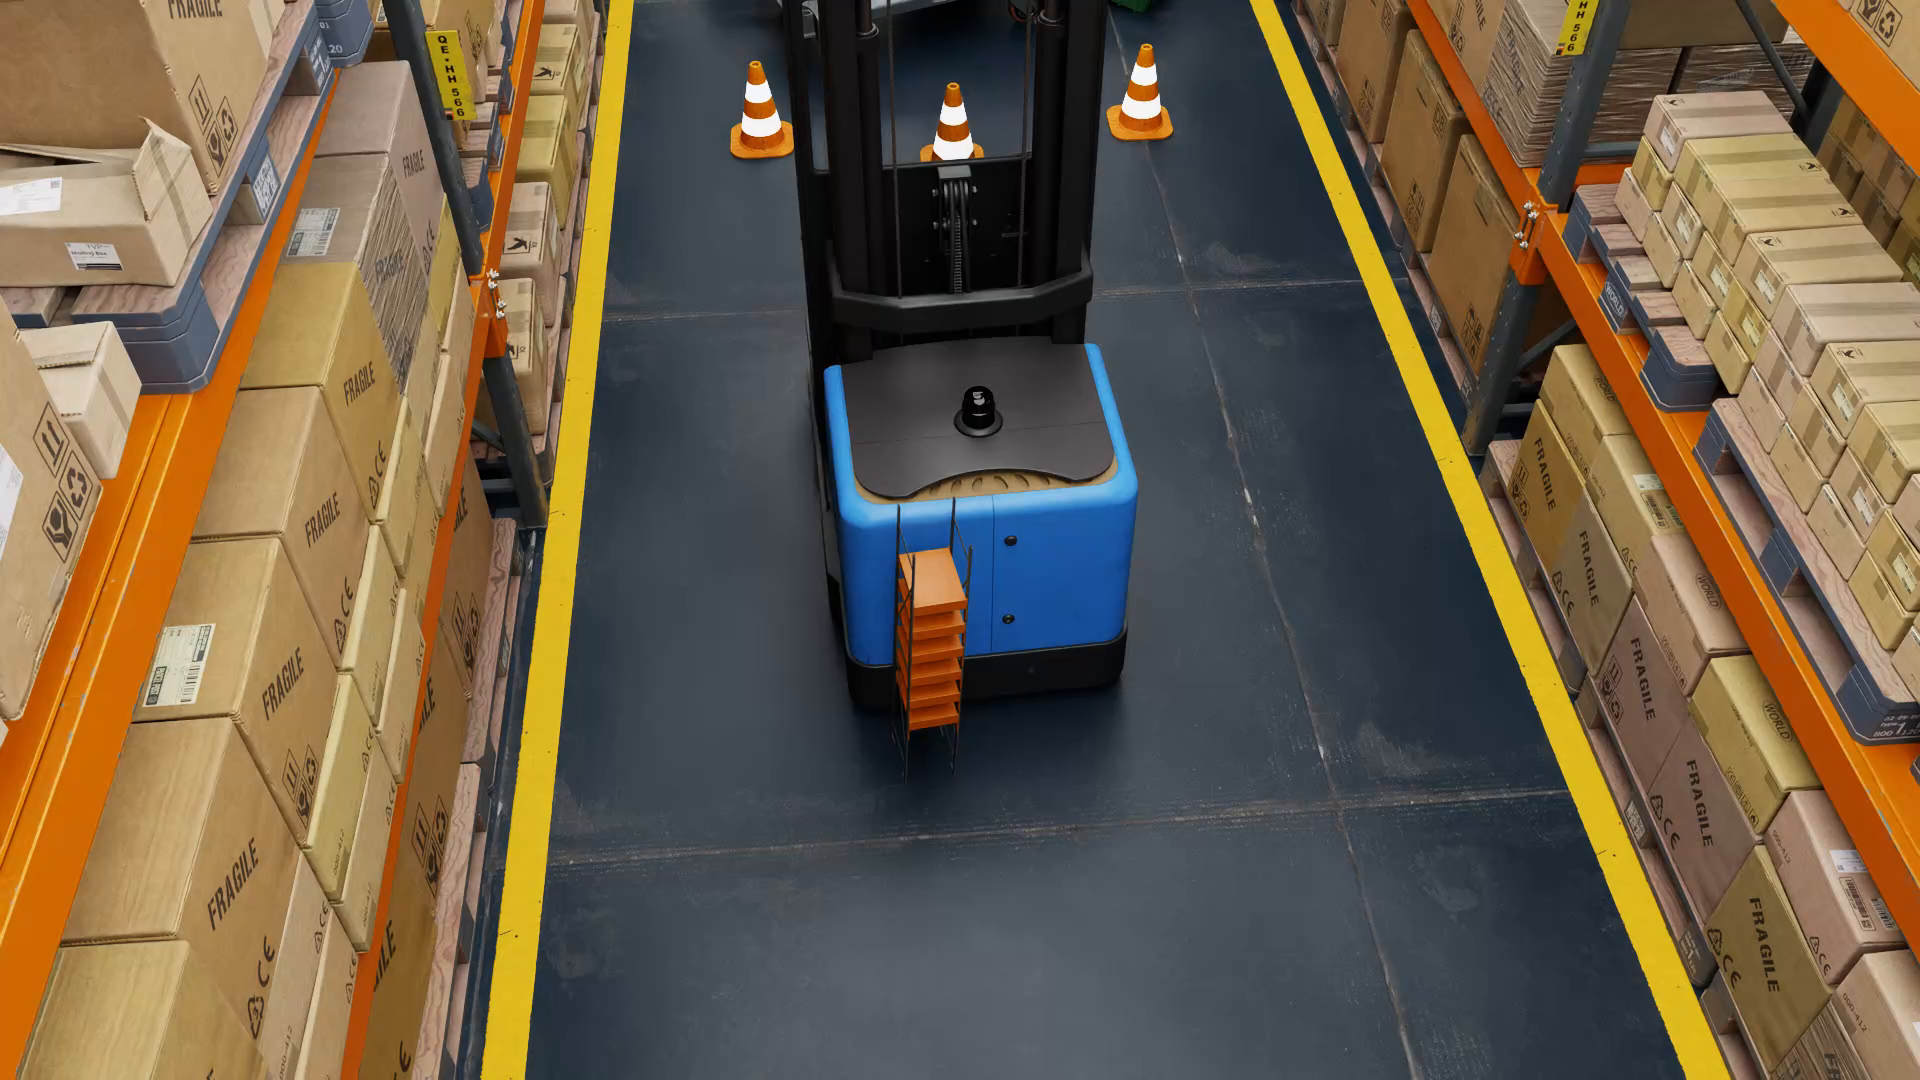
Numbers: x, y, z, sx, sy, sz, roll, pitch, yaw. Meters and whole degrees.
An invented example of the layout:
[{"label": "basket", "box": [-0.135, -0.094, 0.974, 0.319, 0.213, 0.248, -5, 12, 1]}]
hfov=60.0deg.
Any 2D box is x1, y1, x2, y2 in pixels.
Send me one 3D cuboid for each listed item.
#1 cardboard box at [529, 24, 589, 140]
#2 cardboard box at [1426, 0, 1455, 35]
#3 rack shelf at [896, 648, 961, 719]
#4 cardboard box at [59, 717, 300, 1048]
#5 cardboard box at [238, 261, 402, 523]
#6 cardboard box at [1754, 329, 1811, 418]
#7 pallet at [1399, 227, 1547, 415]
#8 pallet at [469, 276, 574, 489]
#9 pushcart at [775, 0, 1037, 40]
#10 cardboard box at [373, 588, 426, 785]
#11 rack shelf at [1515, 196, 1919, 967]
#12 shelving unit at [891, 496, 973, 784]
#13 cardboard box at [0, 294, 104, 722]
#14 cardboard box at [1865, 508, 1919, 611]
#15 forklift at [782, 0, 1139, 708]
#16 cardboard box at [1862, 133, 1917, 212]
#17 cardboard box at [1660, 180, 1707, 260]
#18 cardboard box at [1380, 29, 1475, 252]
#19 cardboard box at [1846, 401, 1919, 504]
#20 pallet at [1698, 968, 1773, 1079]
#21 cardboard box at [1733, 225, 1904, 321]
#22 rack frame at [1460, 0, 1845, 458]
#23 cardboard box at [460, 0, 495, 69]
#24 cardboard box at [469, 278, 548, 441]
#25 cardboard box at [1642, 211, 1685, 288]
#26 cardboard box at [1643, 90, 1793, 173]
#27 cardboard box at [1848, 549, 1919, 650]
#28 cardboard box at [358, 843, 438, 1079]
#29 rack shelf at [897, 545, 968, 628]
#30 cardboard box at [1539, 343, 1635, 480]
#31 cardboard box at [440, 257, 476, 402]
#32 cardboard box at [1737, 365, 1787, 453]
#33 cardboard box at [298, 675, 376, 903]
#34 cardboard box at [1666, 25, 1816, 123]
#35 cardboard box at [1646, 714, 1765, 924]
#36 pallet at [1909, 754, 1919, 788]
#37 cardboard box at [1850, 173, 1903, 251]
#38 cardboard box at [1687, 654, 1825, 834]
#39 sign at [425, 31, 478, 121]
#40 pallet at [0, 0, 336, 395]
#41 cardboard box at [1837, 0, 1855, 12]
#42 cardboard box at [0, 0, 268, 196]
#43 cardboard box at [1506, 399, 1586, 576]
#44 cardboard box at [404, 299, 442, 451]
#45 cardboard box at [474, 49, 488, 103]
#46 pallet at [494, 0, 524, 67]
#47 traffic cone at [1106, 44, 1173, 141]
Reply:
[{"label": "cardboard box", "box": [-2.448, -2.325, 8.543, 0.950, 0.372, 0.625, -1, 47, -1]}, {"label": "cardboard box", "box": [2.314, -2.530, 7.147, 0.500, 0.500, 0.500, -4, 47, -4]}, {"label": "rack shelf", "box": [-0.117, 0.486, 5.821, 0.180, 0.103, 0.258, -8, 47, -12]}, {"label": "cardboard box", "box": [-1.709, 0.725, 3.377, 0.500, 0.500, 0.500, -4, 47, -4]}, {"label": "cardboard box", "box": [-1.833, -0.379, 4.422, 0.500, 0.500, 0.500, -3, 47, -3]}, {"label": "cardboard box", "box": [2.633, -0.510, 4.982, 0.380, 0.149, 0.250, -3, 47, -3]}, {"label": "pallet", "box": [2.710, -1.079, 7.763, 1.003, 0.211, 1.213, -3, 47, -3]}, {"label": "pallet", "box": [-2.287, -0.696, 7.400, 1.003, 0.211, 1.213, -3, 47, -3]}, {"label": "pushcart", "box": [-0.290, -3.256, 9.710, 1.648, 0.377, 0.936, -19, 49, -17]}, {"label": "cardboard box", "box": [-1.766, 0.414, 4.532, 0.500, 0.250, 0.500, -4, 47, -4]}, {"label": "rack shelf", "box": [2.869, 0.231, 5.097, 1.077, 0.370, 4.000, -3, 47, -3]}, {"label": "shelving unit", "box": [-0.109, 0.372, 5.703, 0.189, 1.200, 0.258, -8, 47, -12]}, {"label": "cardboard box", "box": [-1.673, -0.061, 2.454, 0.500, 0.500, 0.500, -4, 47, -4]}, {"label": "cardboard box", "box": [2.692, 0.041, 4.460, 0.380, 0.149, 0.250, -3, 47, -3]}, {"label": "forklift", "box": [-0.082, -1.461, 6.252, 1.130, 2.935, 3.031, -5, 47, -5]}, {"label": "cardboard box", "box": [3.218, -1.217, 5.447, 0.380, 0.149, 0.250, -4, 47, -4]}, {"label": "cardboard box", "box": [2.566, -1.065, 5.508, 0.380, 0.149, 0.250, -1, 47, -1]}, {"label": "cardboard box", "box": [2.663, -1.912, 7.892, 1.050, 0.750, 0.750, -3, 47, -3]}, {"label": "cardboard box", "box": [2.676, -0.248, 4.529, 0.380, 0.149, 0.250, -4, 47, -4]}, {"label": "pallet", "box": [2.969, 1.827, 5.011, 1.003, 0.211, 1.213, -3, 47, -3]}, {"label": "cardboard box", "box": [2.610, -0.816, 5.067, 0.380, 0.149, 0.250, -5, 47, -5]}, {"label": "rack frame", "box": [2.701, -1.463, 6.206, 1.000, 3.000, 0.127, -3, 47, -3]}, {"label": "cardboard box", "box": [-2.081, -2.086, 6.234, 0.500, 0.500, 0.500, -1, 47, -1]}, {"label": "cardboard box", "box": [-2.260, -0.739, 7.041, 0.950, 0.372, 0.625, -6, 47, -6]}, {"label": "cardboard box", "box": [2.560, -0.991, 5.643, 0.380, 0.149, 0.250, -1, 47, -1]}, {"label": "cardboard box", "box": [2.547, -1.376, 5.598, 0.380, 0.149, 0.250, -3, 47, -3]}, {"label": "cardboard box", "box": [2.693, 0.155, 4.557, 0.380, 0.149, 0.250, -2, 47, -2]}, {"label": "cardboard box", "box": [-2.103, 1.294, 4.769, 0.875, 0.875, 0.875, -2, 47, -2]}, {"label": "rack shelf", "box": [-0.094, 0.152, 5.476, 0.180, 0.103, 0.258, -8, 47, -12]}, {"label": "cardboard box", "box": [2.518, -0.492, 6.203, 0.500, 0.250, 0.500, -5, 47, -5]}, {"label": "cardboard box", "box": [-1.922, -0.687, 5.575, 0.500, 0.250, 0.500, -5, 47, -5]}, {"label": "cardboard box", "box": [2.632, -0.408, 5.091, 0.380, 0.149, 0.250, -2, 47, -2]}, {"label": "cardboard box", "box": [-1.731, 0.607, 4.005, 0.500, 0.250, 0.500, -3, 47, -3]}, {"label": "cardboard box", "box": [2.933, -1.839, 6.493, 0.500, 0.500, 0.500, -3, 47, -3]}, {"label": "cardboard box", "box": [2.642, 0.883, 5.416, 0.500, 0.500, 0.500, -4, 47, -4]}, {"label": "pallet", "box": [3.117, 0.935, 4.067, 1.003, 0.211, 1.213, -3, 47, -3]}, {"label": "cardboard box", "box": [3.220, -1.101, 5.542, 0.380, 0.149, 0.250, -2, 47, -2]}, {"label": "cardboard box", "box": [2.634, 0.610, 5.158, 0.500, 0.250, 0.500, -5, 47, -5]}, {"label": "sign", "box": [-1.670, -1.523, 5.466, 0.100, 0.325, 0.005, -3, 47, -3]}, {"label": "pallet", "box": [-2.020, -0.784, 3.627, 1.003, 0.211, 1.213, -2, 47, -1]}, {"label": "cardboard box", "box": [2.533, -1.738, 4.332, 0.500, 0.500, 0.500, -3, 47, -3]}, {"label": "cardboard box", "box": [-1.786, -1.042, 3.383, 0.500, 0.500, 0.500, -3, 47, -3]}, {"label": "cardboard box", "box": [2.506, -0.221, 6.462, 0.500, 0.500, 0.500, -5, 47, -5]}, {"label": "cardboard box", "box": [-1.883, -0.504, 5.057, 0.500, 0.250, 0.500, -5, 47, -4]}, {"label": "cardboard box", "box": [-2.032, -1.801, 6.410, 0.380, 0.149, 0.250, -6, 47, -6]}, {"label": "pallet", "box": [-2.430, -2.453, 7.276, 1.003, 0.211, 1.213, -3, 47, -3]}, {"label": "traffic cone", "box": [0.974, -2.423, 8.862, 0.336, 0.463, 0.334, -3, 47, -3]}]
